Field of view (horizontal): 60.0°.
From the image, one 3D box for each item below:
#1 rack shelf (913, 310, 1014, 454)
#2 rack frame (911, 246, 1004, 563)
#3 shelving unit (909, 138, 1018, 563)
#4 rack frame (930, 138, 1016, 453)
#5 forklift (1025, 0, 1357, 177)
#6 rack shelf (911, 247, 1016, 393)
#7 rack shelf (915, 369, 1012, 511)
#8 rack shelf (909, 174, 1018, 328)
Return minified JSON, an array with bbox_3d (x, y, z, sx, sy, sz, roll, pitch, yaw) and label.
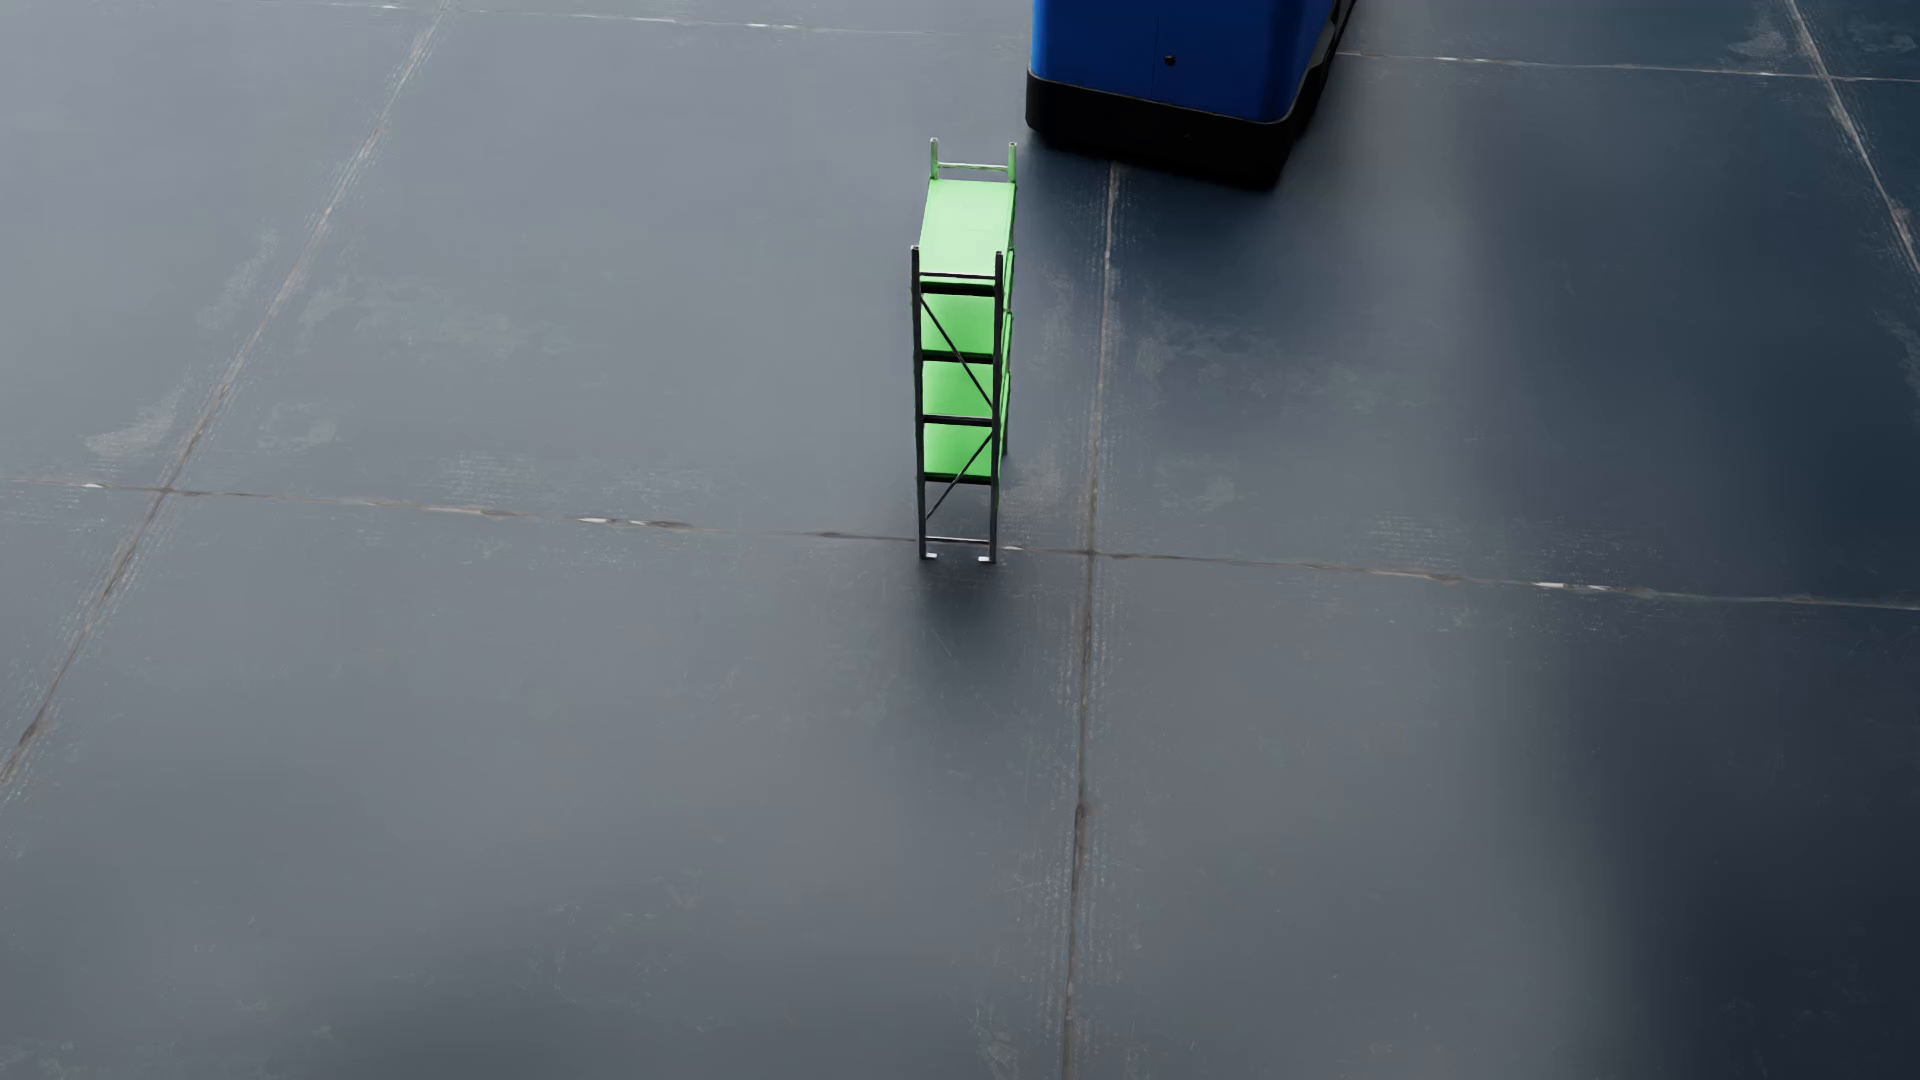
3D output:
[{"bbox_3d":[0.015,-0.483,4.966,0.258,0.148,0.480,4,48,4],"label":"rack shelf"},{"bbox_3d":[-0.007,-0.347,4.755,0.240,1.200,0.015,4,48,4],"label":"rack frame"},{"bbox_3d":[0.015,-0.527,4.919,0.258,1.200,0.503,4,48,4],"label":"shelving unit"},{"bbox_3d":[0.037,-0.706,5.083,0.240,1.200,0.015,4,48,4],"label":"rack frame"},{"bbox_3d":[1.247,-3.505,6.470,1.130,2.935,3.031,15,49,13],"label":"forklift"},{"bbox_3d":[0.015,-0.645,4.789,0.258,0.148,0.480,4,48,4],"label":"rack shelf"},{"bbox_3d":[0.015,-0.321,5.143,0.258,0.148,0.480,4,48,4],"label":"rack shelf"},{"bbox_3d":[0.015,-0.807,4.611,0.258,0.148,0.480,4,48,4],"label":"rack shelf"}]
